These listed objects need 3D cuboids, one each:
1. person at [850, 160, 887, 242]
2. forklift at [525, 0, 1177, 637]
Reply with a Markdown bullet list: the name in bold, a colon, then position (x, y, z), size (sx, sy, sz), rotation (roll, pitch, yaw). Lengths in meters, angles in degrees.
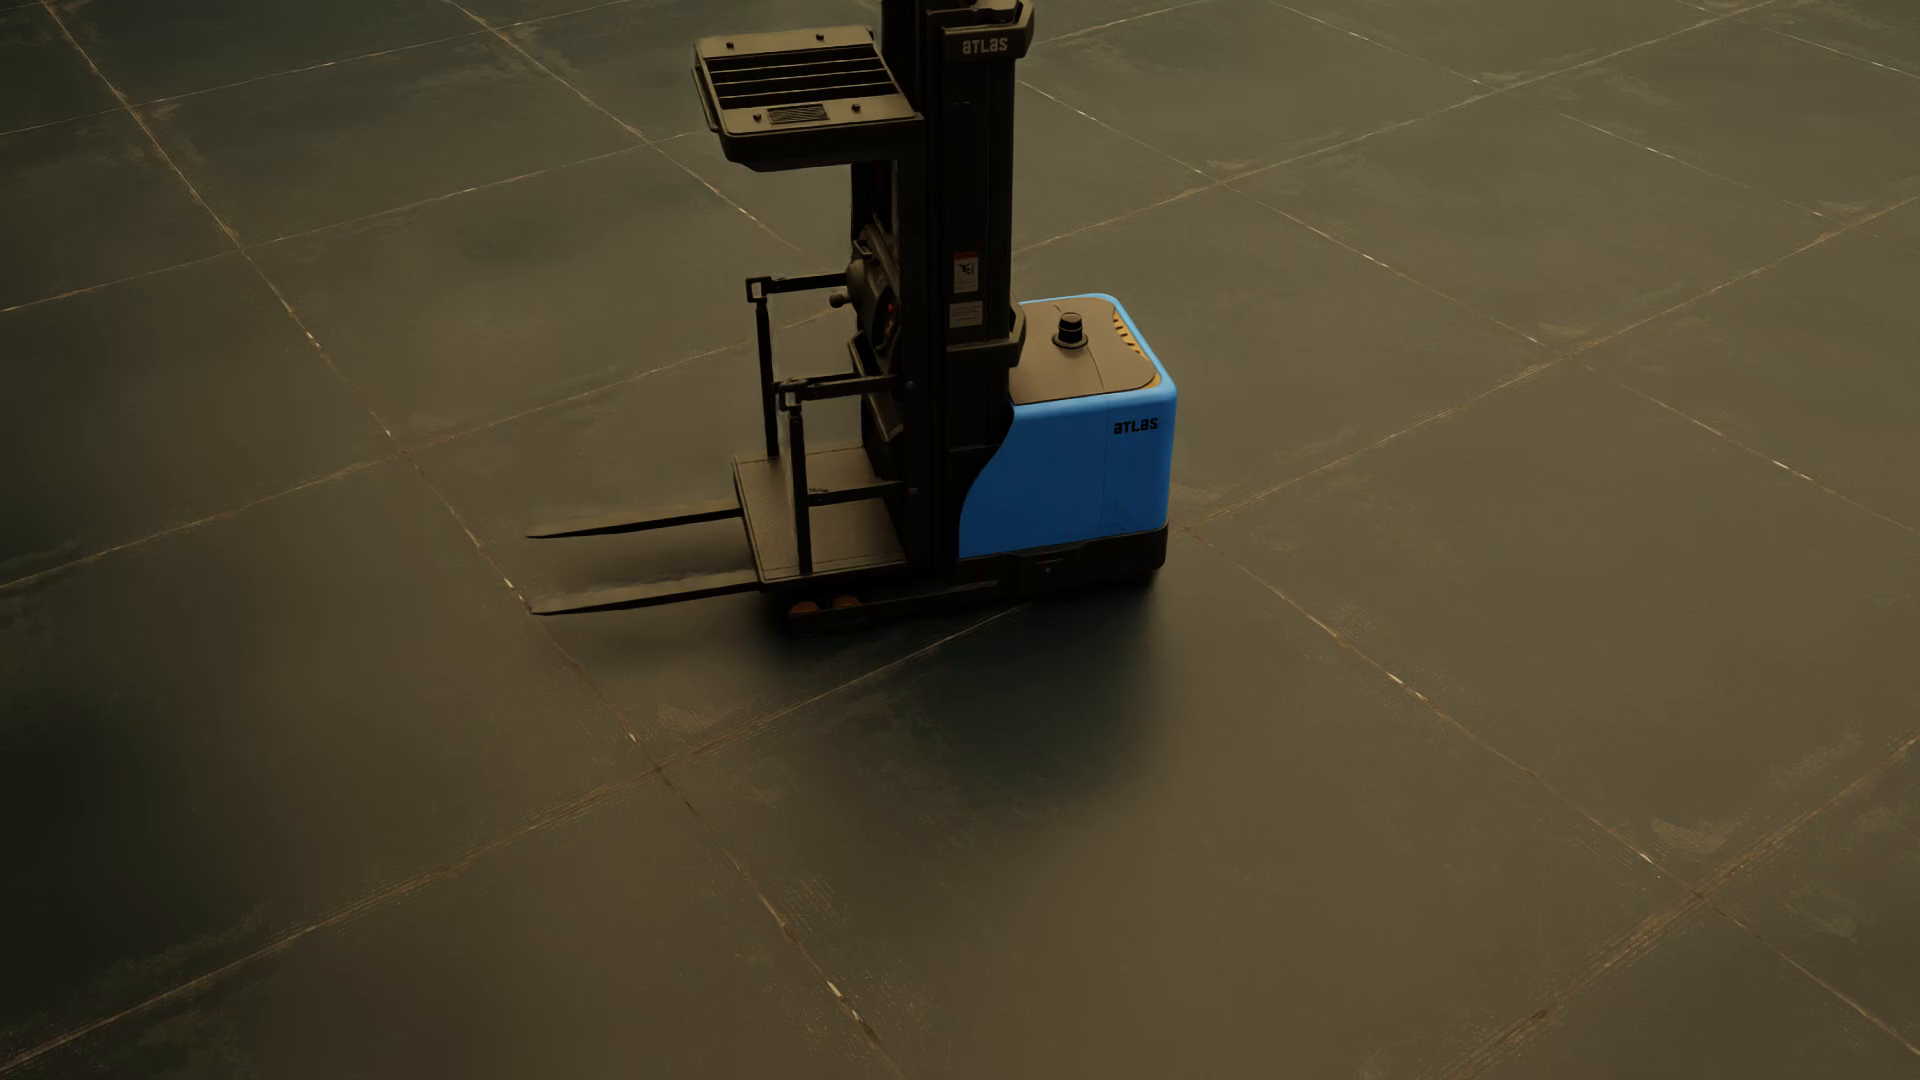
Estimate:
- **person**: position (-0.328, -2.018, 9.758), size (0.825, 1.784, 0.689), rotation (30, 46, 34)
- **forklift**: position (-0.567, -1.072, 7.394), size (3.031, 2.935, 1.130), rotation (-8, 37, -11)
